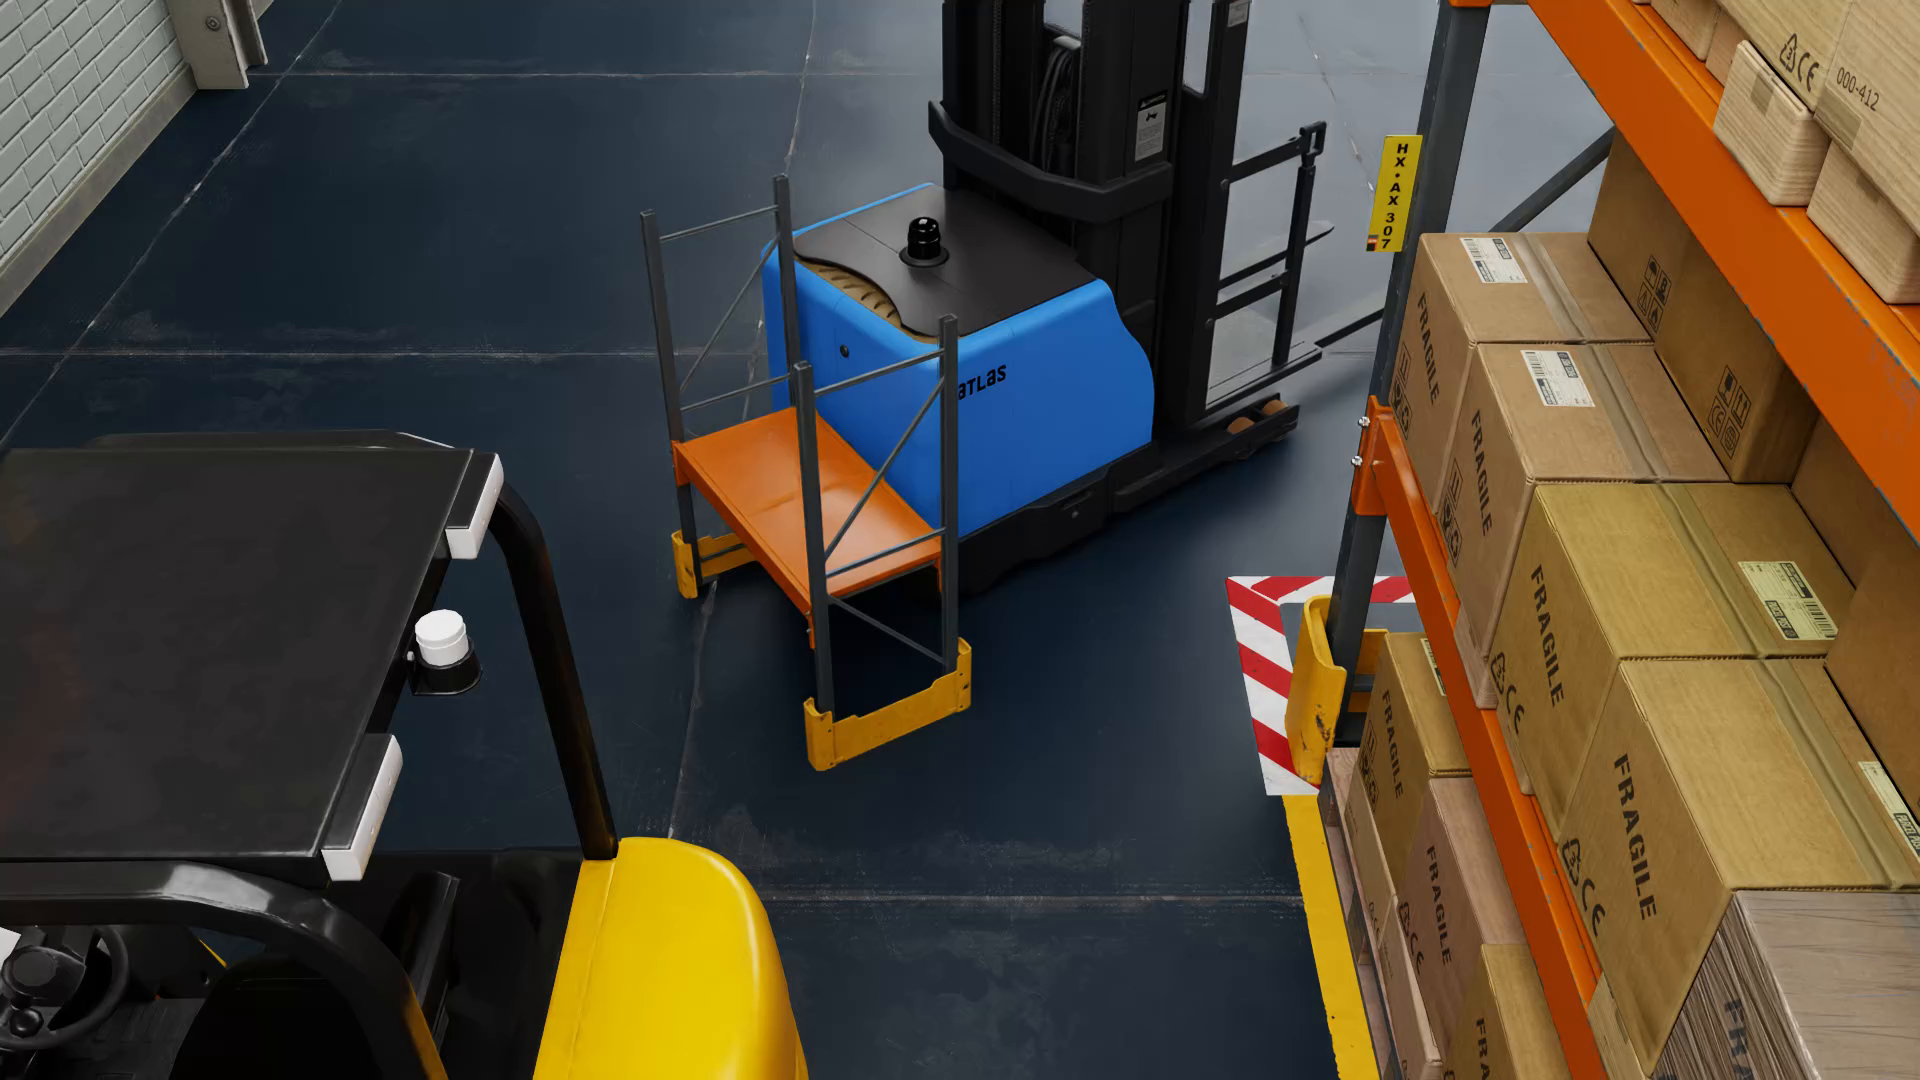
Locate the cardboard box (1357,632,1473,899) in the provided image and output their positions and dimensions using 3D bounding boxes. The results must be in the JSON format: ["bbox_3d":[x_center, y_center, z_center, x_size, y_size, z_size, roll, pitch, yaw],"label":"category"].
[{"bbox_3d":[1.383,0.588,4.381,0.500,0.500,0.500,-1,39,-2],"label":"cardboard box"}]

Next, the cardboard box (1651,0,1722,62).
[{"bbox_3d":[1.414,-0.928,2.812,0.380,0.149,0.250,0,39,0],"label":"cardboard box"}]

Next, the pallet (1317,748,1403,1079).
[{"bbox_3d":[1.624,1.096,4.714,1.003,0.211,1.213,0,39,0],"label":"pallet"}]

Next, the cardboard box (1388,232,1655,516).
[{"bbox_3d":[1.381,-0.407,4.041,0.500,0.500,0.500,-1,39,-1],"label":"cardboard box"}]

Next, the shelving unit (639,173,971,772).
[{"bbox_3d":[-0.491,-0.222,5.327,0.587,1.500,1.083,-21,43,-24],"label":"shelving unit"}]

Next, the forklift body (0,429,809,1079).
[{"bbox_3d":[-1.479,0.974,3.315,2.313,2.155,1.214,0,39,0],"label":"forklift body"}]

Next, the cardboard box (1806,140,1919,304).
[{"bbox_3d":[1.380,-0.440,2.203,0.380,0.149,0.250,-1,39,-1],"label":"cardboard box"}]

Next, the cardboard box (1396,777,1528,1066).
[{"bbox_3d":[1.388,0.915,3.973,0.500,0.500,0.500,-1,39,-2],"label":"cardboard box"}]

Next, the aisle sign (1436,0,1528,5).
[{"bbox_3d":[1.348,-1.601,3.770,0.394,0.787,0.004,0,39,0],"label":"aisle sign"}]

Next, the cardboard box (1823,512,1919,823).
[{"bbox_3d":[1.835,0.173,2.518,0.700,0.500,0.500,0,39,0],"label":"cardboard box"}]

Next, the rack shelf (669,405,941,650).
[{"bbox_3d":[-0.496,-0.086,5.446,0.538,0.185,1.000,-21,43,-24],"label":"rack shelf"}]

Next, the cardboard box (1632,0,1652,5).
[{"bbox_3d":[1.390,-1.083,3.005,0.380,0.149,0.250,1,39,1],"label":"cardboard box"}]

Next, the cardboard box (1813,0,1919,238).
[{"bbox_3d":[1.389,-0.503,1.963,0.500,0.250,0.500,1,39,1],"label":"cardboard box"}]

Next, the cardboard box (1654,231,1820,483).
[{"bbox_3d":[1.870,-0.457,3.305,0.700,0.500,0.500,0,39,0],"label":"cardboard box"}]

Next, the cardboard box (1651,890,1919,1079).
[{"bbox_3d":[1.401,0.874,2.443,0.500,0.500,0.500,1,39,1],"label":"cardboard box"}]

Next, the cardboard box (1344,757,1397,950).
[{"bbox_3d":[1.382,0.866,4.634,0.500,0.250,0.500,0,39,0],"label":"cardboard box"}]

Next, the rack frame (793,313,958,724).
[{"bbox_3d":[-0.226,0.043,4.997,0.500,1.500,0.032,-21,43,-24],"label":"rack frame"}]

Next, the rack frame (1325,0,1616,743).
[{"bbox_3d":[1.658,-0.548,4.535,1.000,3.000,0.127,0,39,0],"label":"rack frame"}]

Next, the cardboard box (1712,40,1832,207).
[{"bbox_3d":[1.339,-0.605,2.408,0.380,0.149,0.250,0,39,0],"label":"cardboard box"}]

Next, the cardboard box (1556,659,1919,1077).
[{"bbox_3d":[1.395,0.554,2.842,0.500,0.500,0.500,-1,39,-1],"label":"cardboard box"}]

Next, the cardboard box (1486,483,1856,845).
[{"bbox_3d":[1.387,0.236,3.239,0.500,0.500,0.500,-1,39,-1],"label":"cardboard box"}]

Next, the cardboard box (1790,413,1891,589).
[{"bbox_3d":[1.973,-0.139,2.907,0.700,0.500,0.500,0,39,-1],"label":"cardboard box"}]

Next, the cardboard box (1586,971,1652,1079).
[{"bbox_3d":[1.346,0.894,2.936,0.380,0.149,0.250,0,39,0],"label":"cardboard box"}]

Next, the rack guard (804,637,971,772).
[{"bbox_3d":[-0.227,0.530,5.389,0.587,0.250,0.087,-21,43,-24],"label":"rack guard"}]

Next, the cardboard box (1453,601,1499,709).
[{"bbox_3d":[1.339,0.245,3.746,0.380,0.149,0.250,1,39,1],"label":"cardboard box"}]

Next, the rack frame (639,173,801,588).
[{"bbox_3d":[-0.766,-0.496,5.669,0.500,1.500,0.032,-21,43,-24],"label":"rack frame"}]

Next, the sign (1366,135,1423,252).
[{"bbox_3d":[1.115,-0.885,4.264,0.100,0.325,0.005,0,39,0],"label":"sign"}]

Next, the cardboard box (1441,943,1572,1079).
[{"bbox_3d":[1.380,1.229,3.581,0.500,0.500,0.500,1,39,1],"label":"cardboard box"}]

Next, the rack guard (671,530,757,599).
[{"bbox_3d":[-0.755,0.002,6.047,0.587,0.250,0.087,-21,43,-24],"label":"rack guard"}]

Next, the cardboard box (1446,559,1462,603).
[{"bbox_3d":[1.385,0.086,3.944,0.380,0.149,0.250,-1,39,-1],"label":"cardboard box"}]

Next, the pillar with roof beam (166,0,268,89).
[{"bbox_3d":[0.092,-6.202,6.794,9.100,9.000,0.400,0,39,0],"label":"pillar with roof beam"}]

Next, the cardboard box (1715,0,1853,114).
[{"bbox_3d":[1.408,-0.823,2.362,0.500,0.250,0.500,1,39,1],"label":"cardboard box"}]

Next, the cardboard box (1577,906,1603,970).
[{"bbox_3d":[1.404,0.737,3.132,0.380,0.149,0.250,-1,39,-1],"label":"cardboard box"}]

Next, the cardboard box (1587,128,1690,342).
[{"bbox_3d":[1.877,-0.774,3.700,0.700,0.500,0.500,-1,39,-1],"label":"cardboard box"}]

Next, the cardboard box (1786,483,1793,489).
[{"bbox_3d":[1.930,-0.051,3.597,0.500,0.500,0.500,0,39,0],"label":"cardboard box"}]

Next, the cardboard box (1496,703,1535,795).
[{"bbox_3d":[1.373,0.407,3.544,0.380,0.149,0.250,1,39,1],"label":"cardboard box"}]

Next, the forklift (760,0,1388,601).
[{"bbox_3d":[0.742,-1.697,6.024,3.031,2.935,1.130,-27,46,-30],"label":"forklift"}]

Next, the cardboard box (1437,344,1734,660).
[{"bbox_3d":[1.385,-0.083,3.637,0.500,0.500,0.500,1,39,1],"label":"cardboard box"}]

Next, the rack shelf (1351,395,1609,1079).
[{"bbox_3d":[1.660,0.983,3.199,1.077,0.370,4.000,0,39,0],"label":"rack shelf"}]

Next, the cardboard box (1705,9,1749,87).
[{"bbox_3d":[1.419,-0.762,2.605,0.380,0.149,0.250,-1,39,-1],"label":"cardboard box"}]

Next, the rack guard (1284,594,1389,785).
[{"bbox_3d":[1.658,0.475,5.258,1.175,0.500,0.348,0,39,0],"label":"rack guard"}]

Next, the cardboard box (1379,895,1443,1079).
[{"bbox_3d":[1.375,1.185,4.236,0.500,0.250,0.500,1,39,2],"label":"cardboard box"}]
